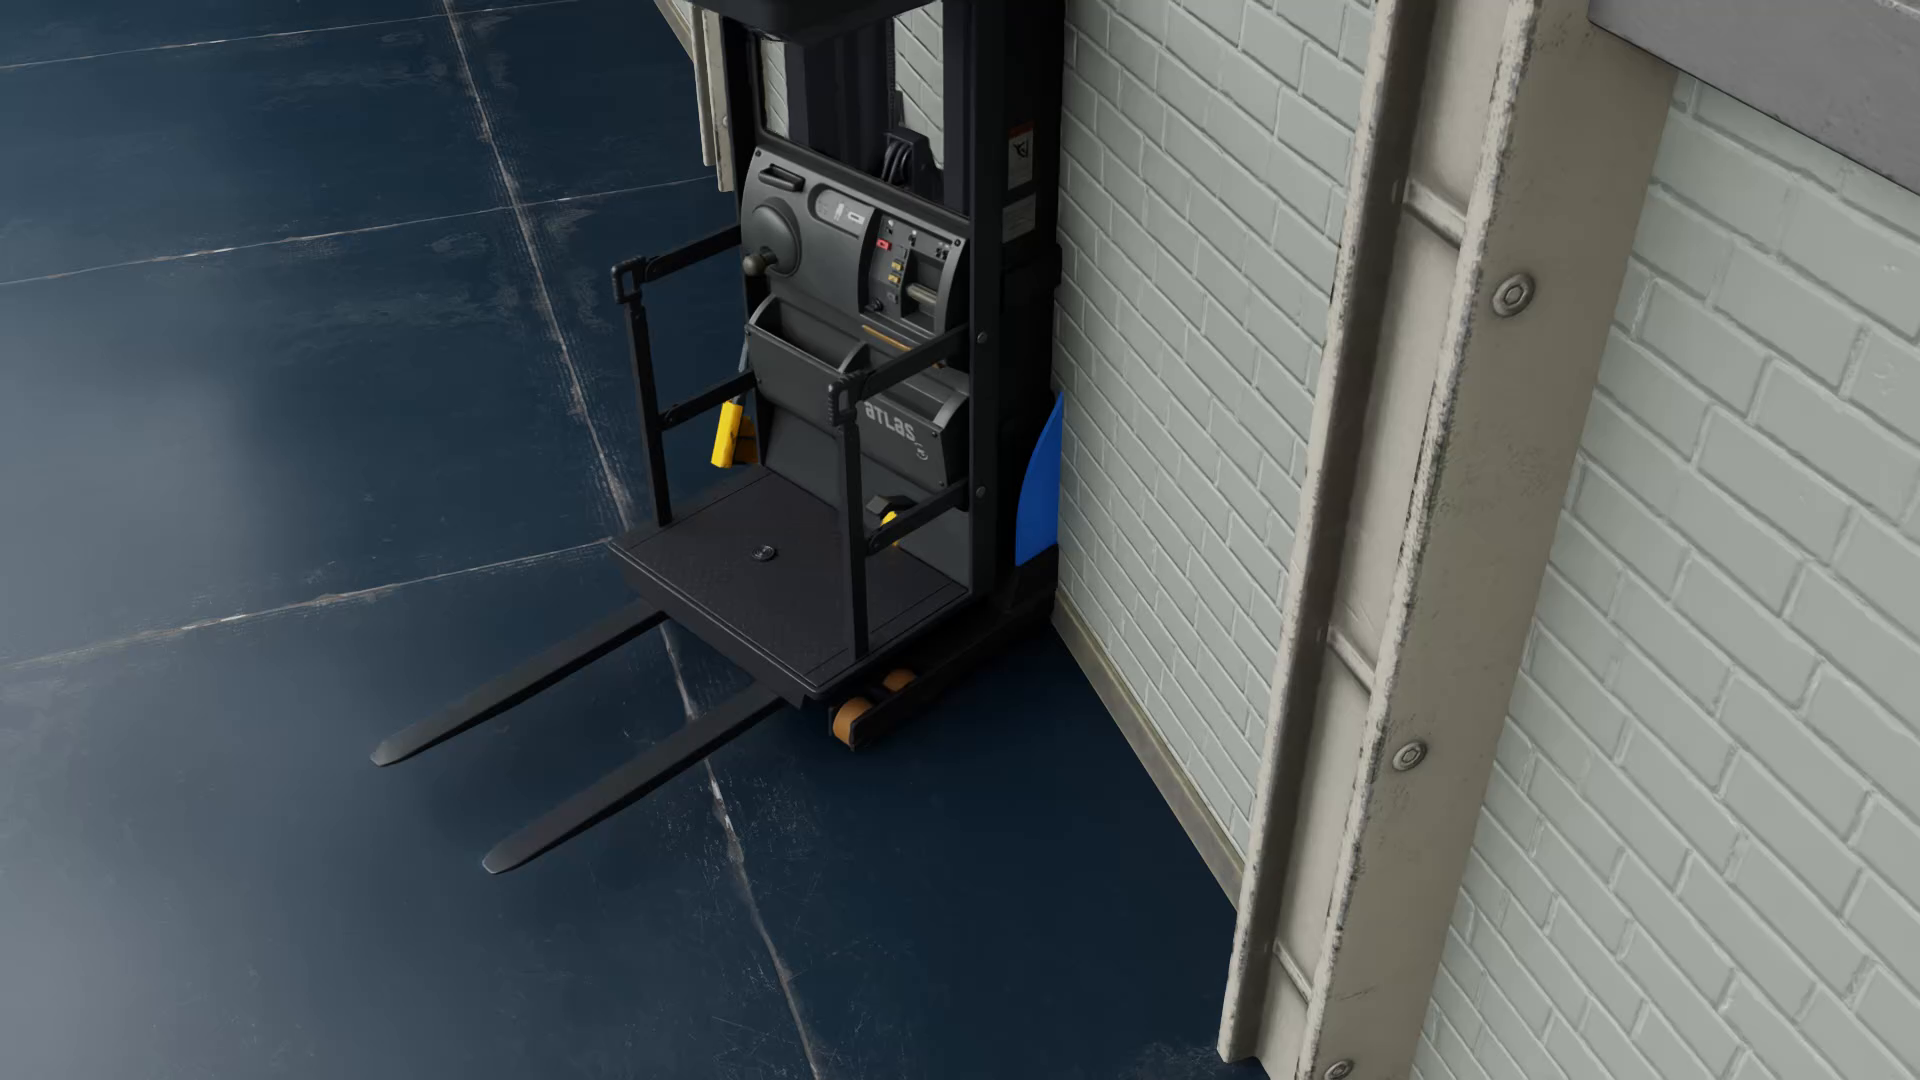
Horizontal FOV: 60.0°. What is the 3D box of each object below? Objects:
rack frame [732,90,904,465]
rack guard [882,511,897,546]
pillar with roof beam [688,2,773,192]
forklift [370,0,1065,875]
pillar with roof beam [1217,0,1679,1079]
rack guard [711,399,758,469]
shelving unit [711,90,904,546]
[{"bbox_3d":[-0.562,-1.001,6.352,0.500,1.500,0.032,-2,22,-44],"label":"rack frame"},{"bbox_3d":[-0.035,-0.060,5.843,0.587,0.250,0.087,-2,22,-44],"label":"rack guard"},{"bbox_3d":[-5.210,-4.657,4.953,9.100,9.000,0.400,-12,39,-16],"label":"pillar with roof beam"},{"bbox_3d":[-0.486,-0.850,4.943,1.130,2.935,3.031,30,46,34],"label":"forklift"},{"bbox_3d":[-3.145,-1.267,0.453,9.100,9.000,0.400,-12,39,-16],"label":"pillar with roof beam"},{"bbox_3d":[-0.694,-0.409,6.504,0.587,0.250,0.087,-2,22,-44],"label":"rack guard"},{"bbox_3d":[-0.220,-0.820,6.009,0.587,1.500,1.083,-2,22,-44],"label":"shelving unit"}]
